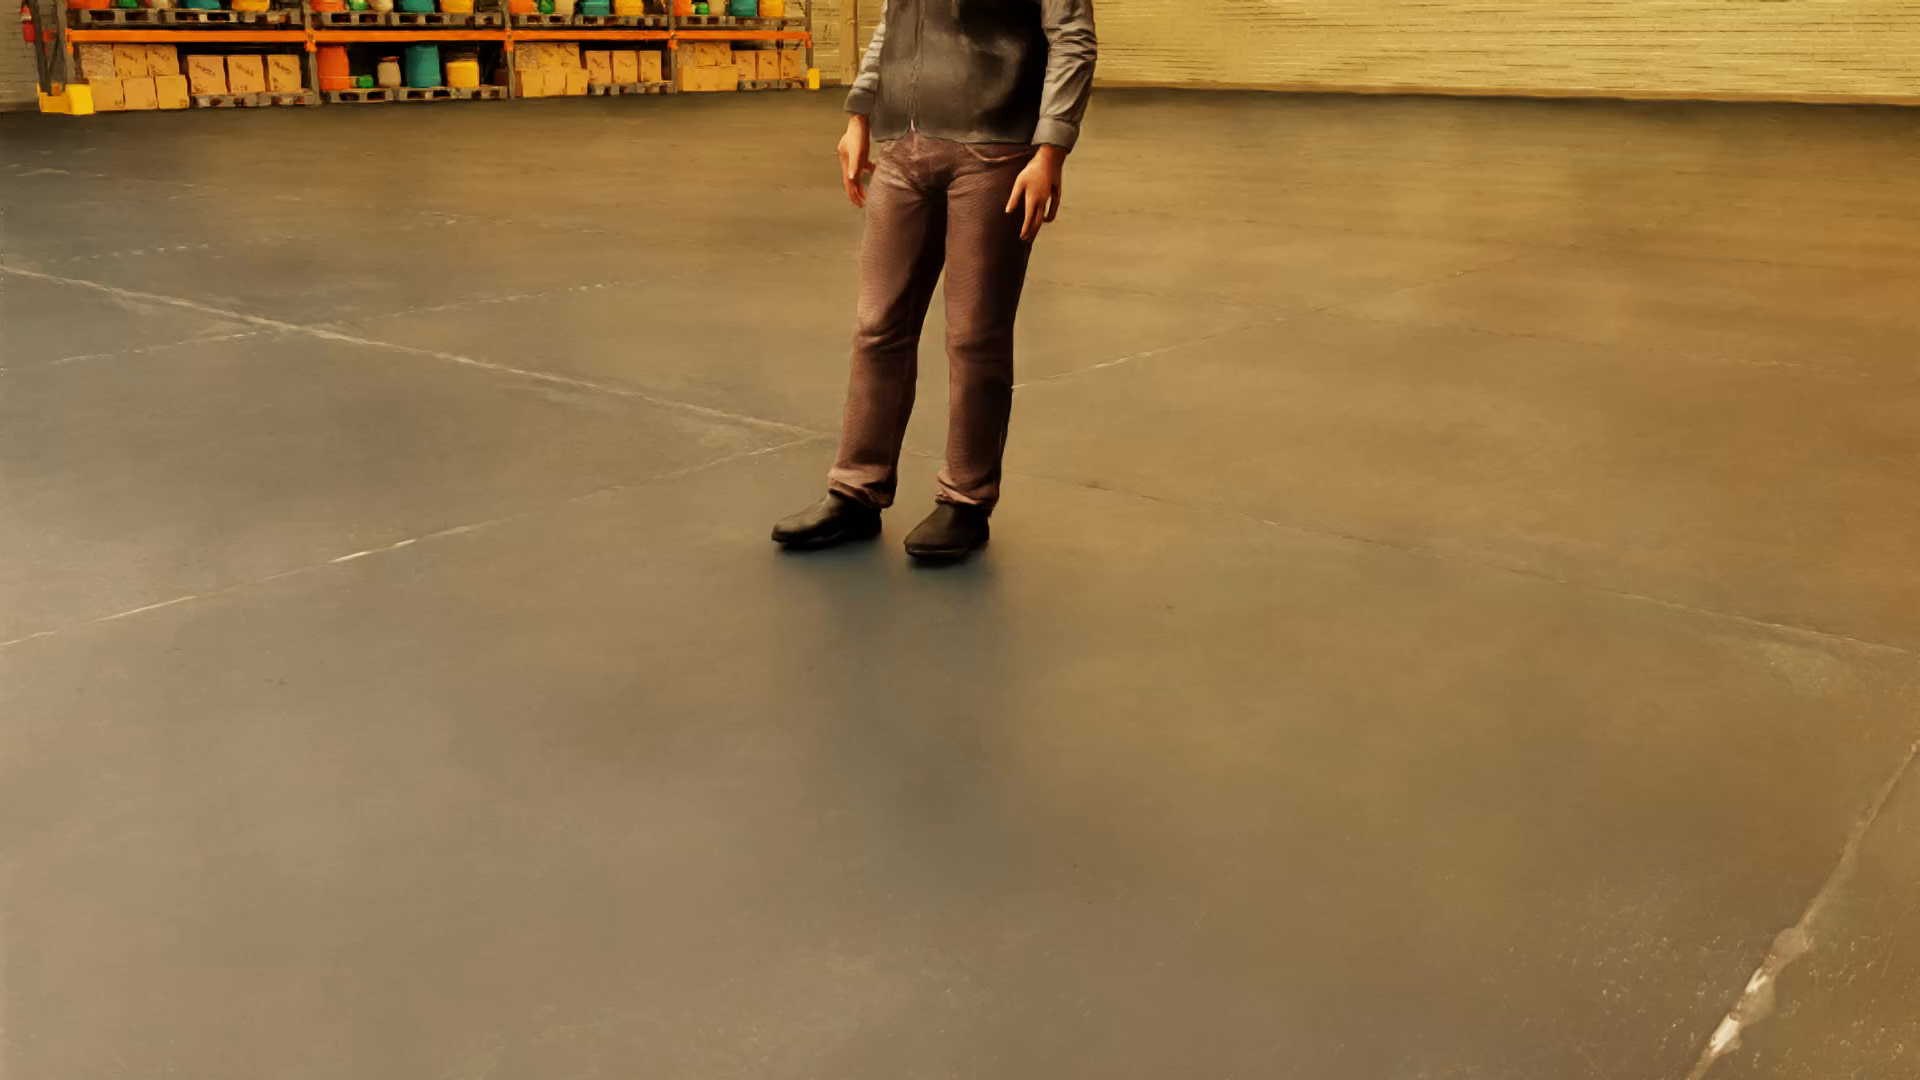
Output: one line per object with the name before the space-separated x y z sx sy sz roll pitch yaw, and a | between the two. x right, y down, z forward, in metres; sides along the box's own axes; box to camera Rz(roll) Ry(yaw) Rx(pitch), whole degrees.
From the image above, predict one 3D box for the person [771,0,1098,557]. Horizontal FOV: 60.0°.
person | -0.046 -0.818 3.649 0.632 1.720 0.567 13 21 37
